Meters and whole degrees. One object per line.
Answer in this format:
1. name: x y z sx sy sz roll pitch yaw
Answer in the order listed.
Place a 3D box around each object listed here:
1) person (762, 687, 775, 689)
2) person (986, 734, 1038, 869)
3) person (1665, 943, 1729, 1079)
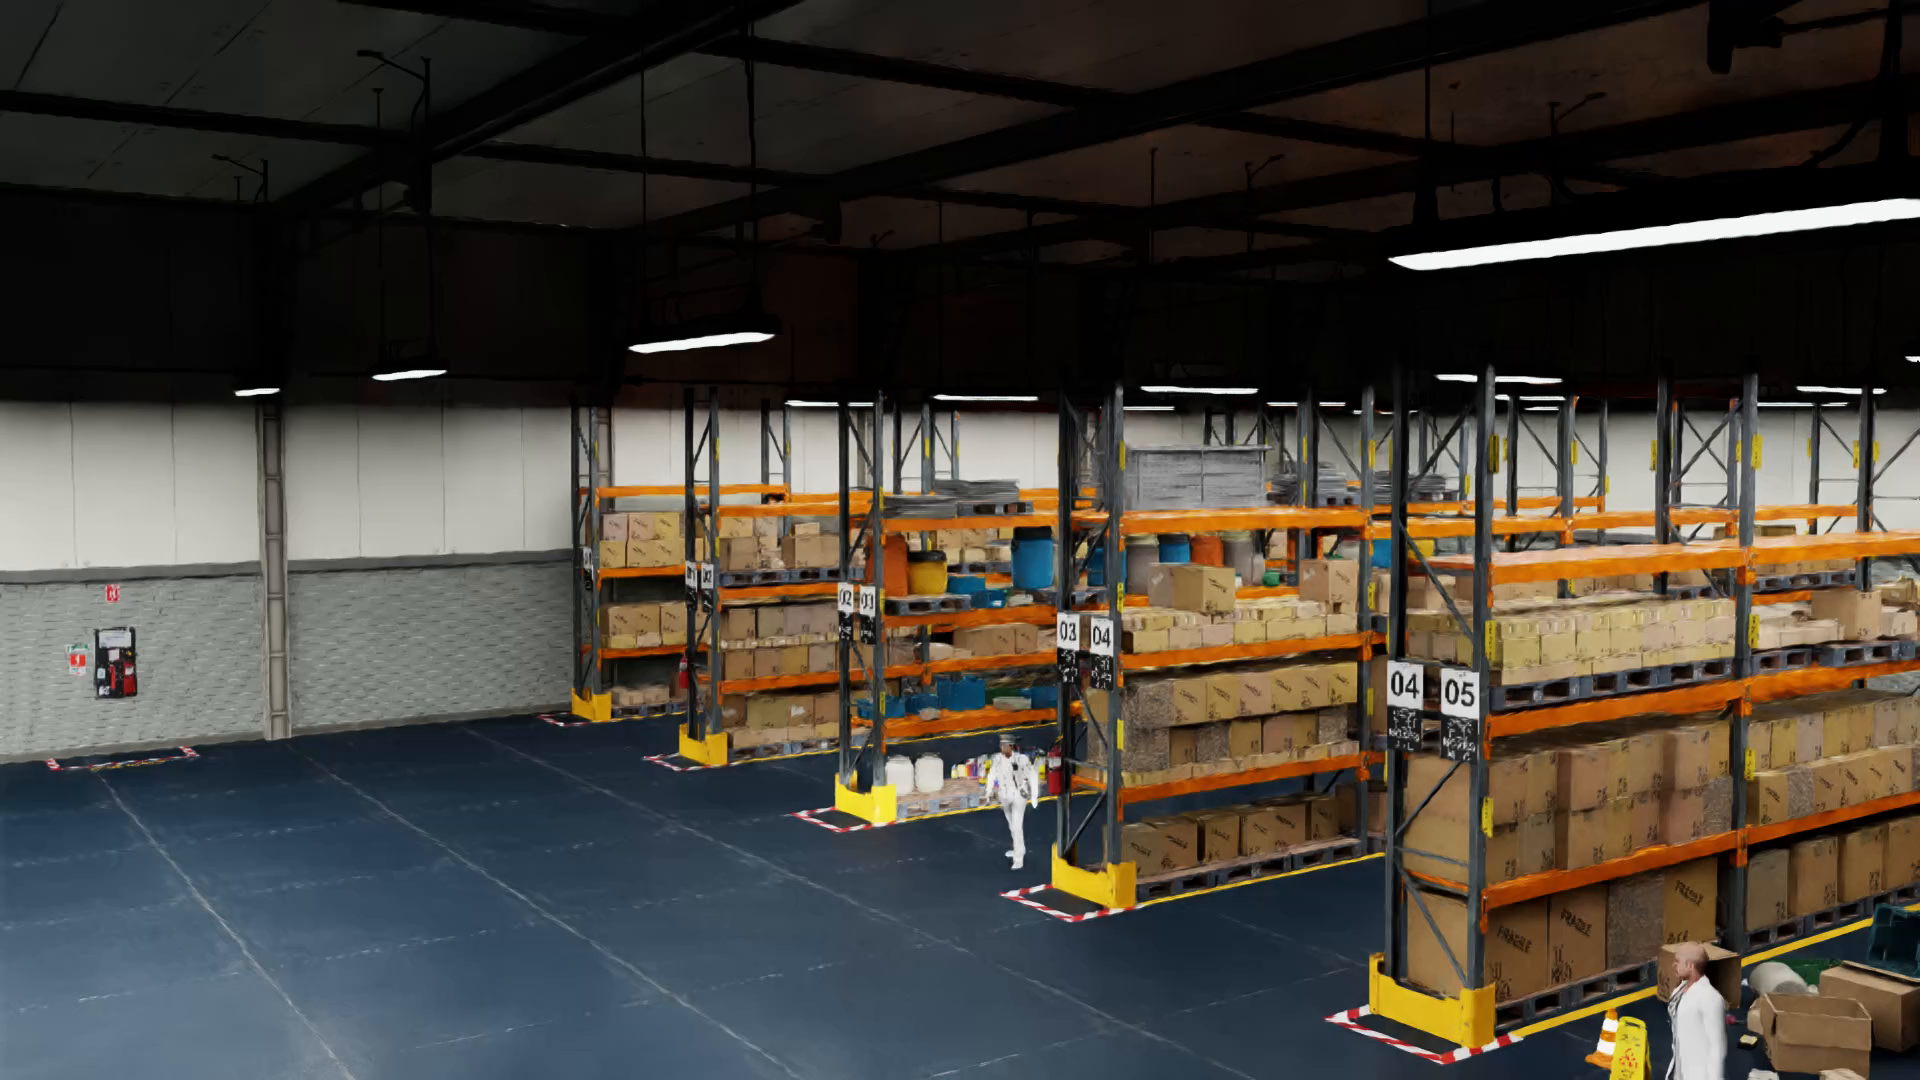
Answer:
1. person: -3.350 2.526 29.536 0.552 1.742 0.671 -2 4 -35
2. person: 0.667 3.130 20.255 0.634 1.610 0.798 3 4 37
3. person: 5.040 3.609 11.225 0.635 1.767 0.607 0 3 0
